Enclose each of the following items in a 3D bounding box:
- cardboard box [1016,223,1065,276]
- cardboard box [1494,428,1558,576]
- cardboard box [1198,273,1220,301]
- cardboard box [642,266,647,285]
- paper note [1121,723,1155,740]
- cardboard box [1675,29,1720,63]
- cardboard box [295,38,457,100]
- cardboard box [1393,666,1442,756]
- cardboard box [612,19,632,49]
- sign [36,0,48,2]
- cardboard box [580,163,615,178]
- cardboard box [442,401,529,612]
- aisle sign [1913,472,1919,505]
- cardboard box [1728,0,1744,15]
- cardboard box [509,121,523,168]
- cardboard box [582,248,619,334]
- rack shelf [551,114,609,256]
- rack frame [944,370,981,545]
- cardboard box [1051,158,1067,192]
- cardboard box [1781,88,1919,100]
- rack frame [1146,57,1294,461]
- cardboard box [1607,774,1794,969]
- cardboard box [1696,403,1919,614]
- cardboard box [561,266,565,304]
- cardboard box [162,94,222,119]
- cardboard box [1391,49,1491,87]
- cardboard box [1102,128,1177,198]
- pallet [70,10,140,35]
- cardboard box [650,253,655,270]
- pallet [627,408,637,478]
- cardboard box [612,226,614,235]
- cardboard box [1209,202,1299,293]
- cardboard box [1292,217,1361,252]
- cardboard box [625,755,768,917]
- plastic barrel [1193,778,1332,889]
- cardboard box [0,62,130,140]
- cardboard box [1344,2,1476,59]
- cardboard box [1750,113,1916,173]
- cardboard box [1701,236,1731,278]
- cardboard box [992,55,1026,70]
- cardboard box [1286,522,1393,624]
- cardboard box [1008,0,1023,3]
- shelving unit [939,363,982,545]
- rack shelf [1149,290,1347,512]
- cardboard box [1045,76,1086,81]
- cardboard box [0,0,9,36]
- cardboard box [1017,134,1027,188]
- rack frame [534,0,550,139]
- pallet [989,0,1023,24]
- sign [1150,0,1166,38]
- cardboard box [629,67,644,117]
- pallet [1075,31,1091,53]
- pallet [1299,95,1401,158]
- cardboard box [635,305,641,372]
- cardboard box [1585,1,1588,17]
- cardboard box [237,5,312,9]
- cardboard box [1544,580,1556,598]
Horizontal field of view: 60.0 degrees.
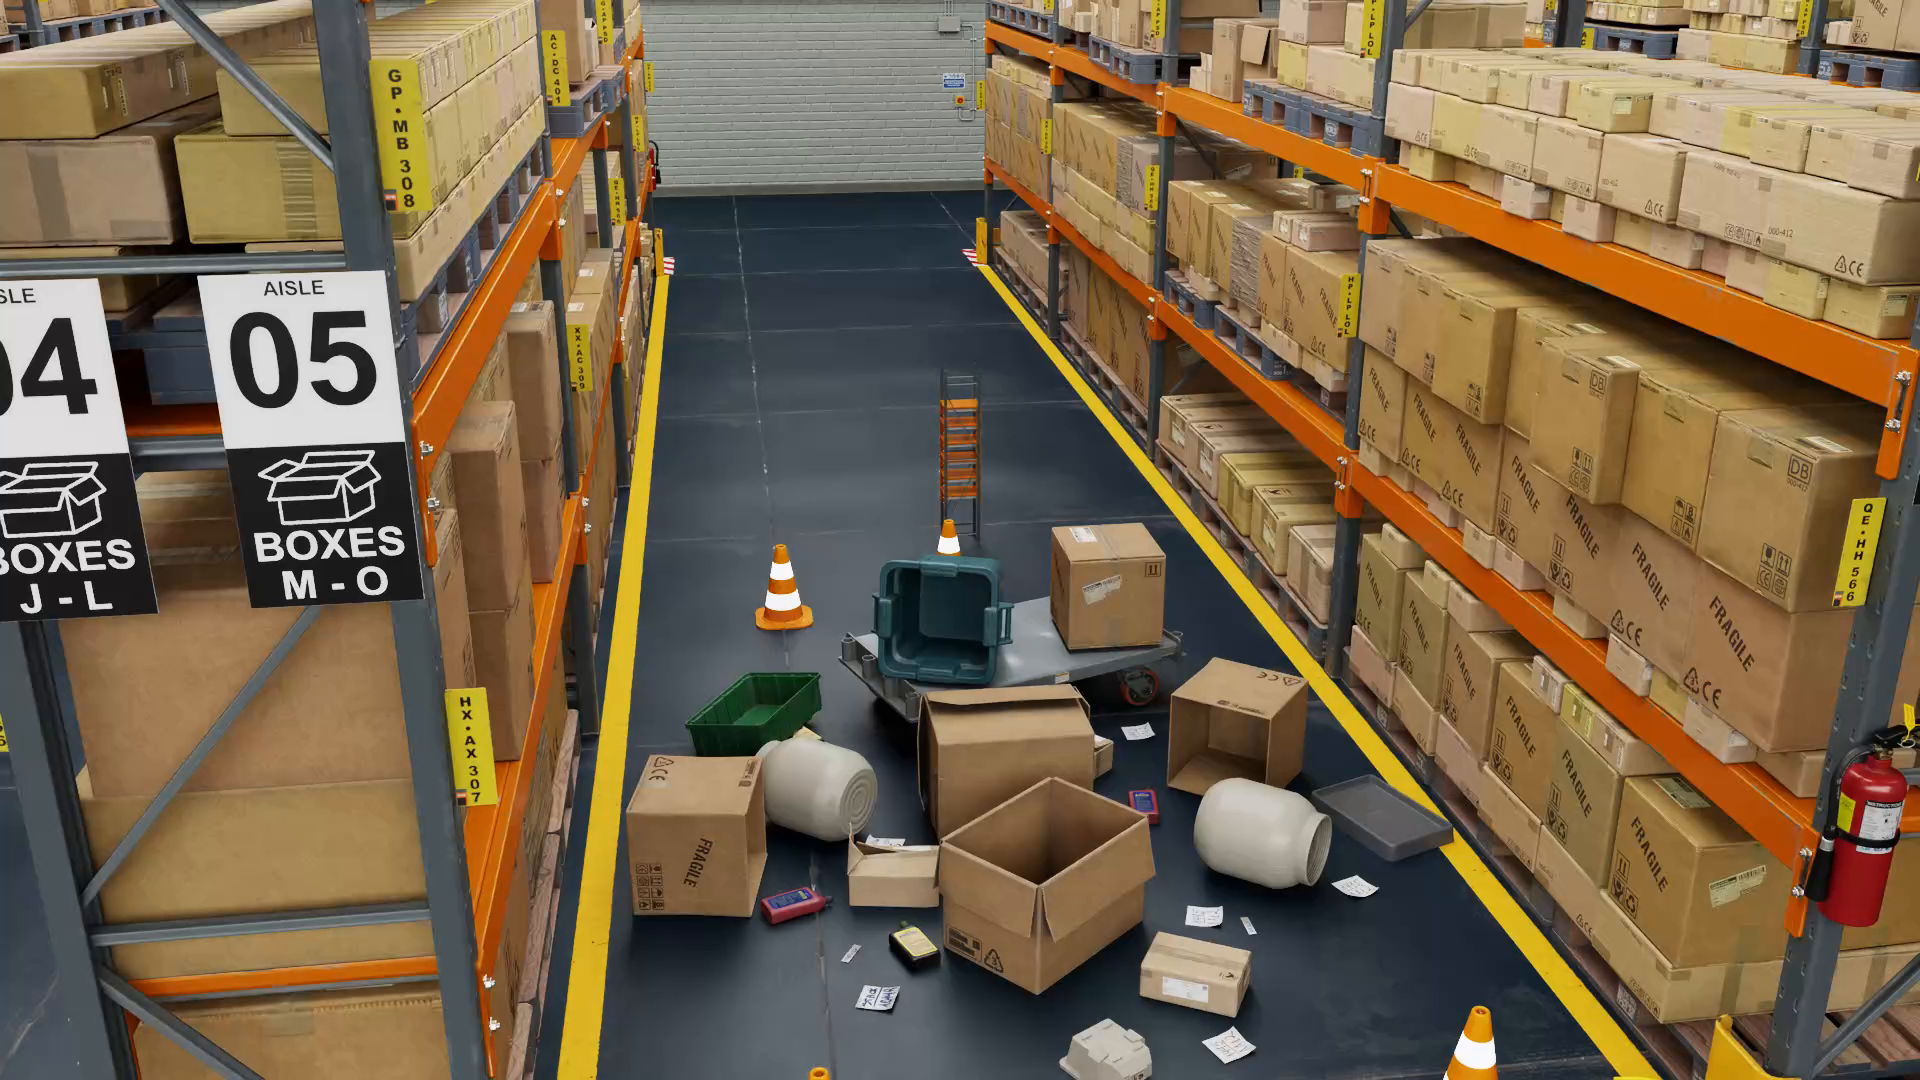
[{"bbox_3d":[1.134,-3.290,18.800,0.875,0.438,0.875,-2,21,-6],"label":"cardboard box"},{"bbox_3d":[2.564,-0.178,6.837,0.500,0.500,0.500,-3,21,-7],"label":"cardboard box"},{"bbox_3d":[1.836,-1.728,11.315,0.380,0.149,0.250,-3,21,-7],"label":"cardboard box"},{"bbox_3d":[-3.465,-2.753,17.348,0.380,0.149,0.250,-3,21,-8],"label":"cardboard box"},{"bbox_3d":[0.918,0.981,8.545,0.148,0.019,0.142,-3,21,-8],"label":"paper note"},{"bbox_3d":[6.404,-4.163,14.003,0.500,0.250,0.500,-3,21,-8],"label":"cardboard box"},{"bbox_3d":[-1.619,-1.309,4.622,0.380,0.149,0.250,-3,21,-7],"label":"cardboard box"},{"bbox_3d":[2.435,0.815,8.078,0.500,0.250,0.500,-2,21,-5],"label":"cardboard box"},{"bbox_3d":[-3.313,-4.673,15.367,0.500,0.250,0.500,-2,21,-5],"label":"cardboard box"},{"bbox_3d":[-7.895,-4.775,14.237,0.100,0.325,0.005,-3,21,-8],"label":"sign"},{"bbox_3d":[-3.144,-3.119,14.189,0.380,0.149,0.250,-3,21,-8],"label":"cardboard box"},{"bbox_3d":[-1.910,-0.102,5.446,0.875,0.550,0.550,-3,21,-8],"label":"cardboard box"},{"bbox_3d":[2.828,-0.476,4.487,0.394,0.787,0.004,-3,21,-8],"label":"aisle sign"},{"bbox_3d":[6.505,-4.357,13.526,0.380,0.149,0.250,-3,21,-9],"label":"cardboard box"},{"bbox_3d":[-1.839,-1.464,6.177,0.380,0.149,0.250,-3,21,-7],"label":"cardboard box"},{"bbox_3d":[-2.600,-1.684,11.294,0.500,0.500,0.500,-3,21,-8],"label":"cardboard box"},{"bbox_3d":[-2.643,-2.155,9.440,1.077,0.370,4.000,-3,21,-8],"label":"rack shelf"},{"bbox_3d":[0.015,-0.525,10.908,0.240,1.200,0.006,-3,21,-8],"label":"rack frame"},{"bbox_3d":[1.161,-3.446,15.656,0.500,0.250,0.500,-4,21,-9],"label":"cardboard box"},{"bbox_3d":[3.180,-1.531,5.960,0.380,0.149,0.250,-2,21,-6],"label":"cardboard box"},{"bbox_3d":[1.953,-2.064,12.455,1.000,3.000,0.127,-3,21,-8],"label":"rack frame"},{"bbox_3d":[2.732,1.182,6.023,0.500,0.500,0.500,-3,21,-7],"label":"cardboard box"},{"bbox_3d":[2.816,-0.114,5.238,0.700,0.500,0.500,-3,21,-9],"label":"cardboard box"},{"bbox_3d":[-2.580,-1.434,9.197,0.700,0.500,0.500,-3,21,-7],"label":"cardboard box"},{"bbox_3d":[-2.196,-1.056,4.515,0.500,0.250,0.500,-3,21,-8],"label":"cardboard box"},{"bbox_3d":[2.252,-2.214,7.790,0.380,0.149,0.250,-3,21,-9],"label":"cardboard box"},{"bbox_3d":[1.472,-3.094,13.642,0.500,0.500,0.500,-3,21,-8],"label":"cardboard box"},{"bbox_3d":[-8.710,-5.018,16.204,1.003,0.211,1.213,-3,21,-8],"label":"pallet"},{"bbox_3d":[-3.665,-3.155,18.850,0.380,0.149,0.250,-2,21,-6],"label":"cardboard box"},{"bbox_3d":[-3.042,-0.744,12.905,1.003,0.211,1.213,-3,21,-8],"label":"pallet"},{"bbox_3d":[-3.025,-2.572,13.575,0.380,0.149,0.250,-4,21,-10],"label":"cardboard box"},{"bbox_3d":[1.954,-1.916,10.890,0.500,0.500,0.500,-3,21,-7],"label":"cardboard box"},{"bbox_3d":[2.127,-1.752,9.525,0.380,0.149,0.250,-4,21,-9],"label":"cardboard box"},{"bbox_3d":[-1.115,1.261,7.121,0.500,0.500,0.500,1,20,2],"label":"cardboard box"},{"bbox_3d":[1.310,1.274,7.200,0.512,0.421,0.421,12,24,30],"label":"plastic barrel"},{"bbox_3d":[-2.162,-1.013,3.832,0.380,0.149,0.250,-3,21,-7],"label":"cardboard box"},{"bbox_3d":[2.320,-2.639,8.607,0.500,0.250,0.500,-2,21,-7],"label":"cardboard box"},{"bbox_3d":[2.711,-1.236,5.170,0.380,0.149,0.250,-3,21,-8],"label":"cardboard box"},{"bbox_3d":[2.734,-0.960,5.572,0.380,0.149,0.250,-3,21,-7],"label":"cardboard box"},{"bbox_3d":[0.577,-5.516,19.199,0.380,0.149,0.250,-2,21,-7],"label":"cardboard box"},{"bbox_3d":[2.451,0.174,9.619,0.950,0.372,0.625,-3,21,-7],"label":"cardboard box"},{"bbox_3d":[0.729,-5.976,18.259,0.380,0.149,0.250,-2,21,-6],"label":"cardboard box"},{"bbox_3d":[0.002,-0.557,10.993,0.258,1.200,0.189,-3,21,-8],"label":"shelving unit"},{"bbox_3d":[2.241,-1.034,10.727,1.077,0.370,4.000,-3,21,-8],"label":"rack shelf"},{"bbox_3d":[1.060,-4.542,16.591,0.380,0.149,0.250,-3,21,-8],"label":"cardboard box"},{"bbox_3d":[-8.337,-4.397,13.673,0.700,0.500,0.500,-2,21,-6],"label":"cardboard box"},{"bbox_3d":[0.890,-3.995,17.481,0.500,0.500,0.500,-3,21,-9],"label":"cardboard box"},{"bbox_3d":[-2.354,-3.205,6.935,1.000,3.000,0.127,-3,21,-8],"label":"rack frame"},{"bbox_3d":[0.917,-5.941,18.675,1.003,0.211,1.213,-3,21,-8],"label":"pallet"},{"bbox_3d":[1.402,-3.723,11.758,0.100,0.325,0.005,-3,21,-8],"label":"sign"},{"bbox_3d":[-3.615,-4.703,17.523,0.500,0.500,0.500,-2,21,-5],"label":"cardboard box"},{"bbox_3d":[1.557,-4.449,14.828,0.805,0.209,1.217,-4,21,-10],"label":"pallet"},{"bbox_3d":[2.546,-2.215,8.842,1.213,0.211,1.003,-3,21,-8],"label":"pallet"},{"bbox_3d":[-3.078,-1.769,14.637,0.500,0.500,0.500,-3,21,-9],"label":"cardboard box"},{"bbox_3d":[5.940,-5.017,15.690,0.380,0.149,0.250,-3,21,-7],"label":"cardboard box"},{"bbox_3d":[-2.564,-1.980,6.419,0.380,0.149,0.250,-3,21,-8],"label":"cardboard box"},{"bbox_3d":[2.639,0.175,6.820,0.380,0.149,0.250,-3,21,-8],"label":"cardboard box"}]
